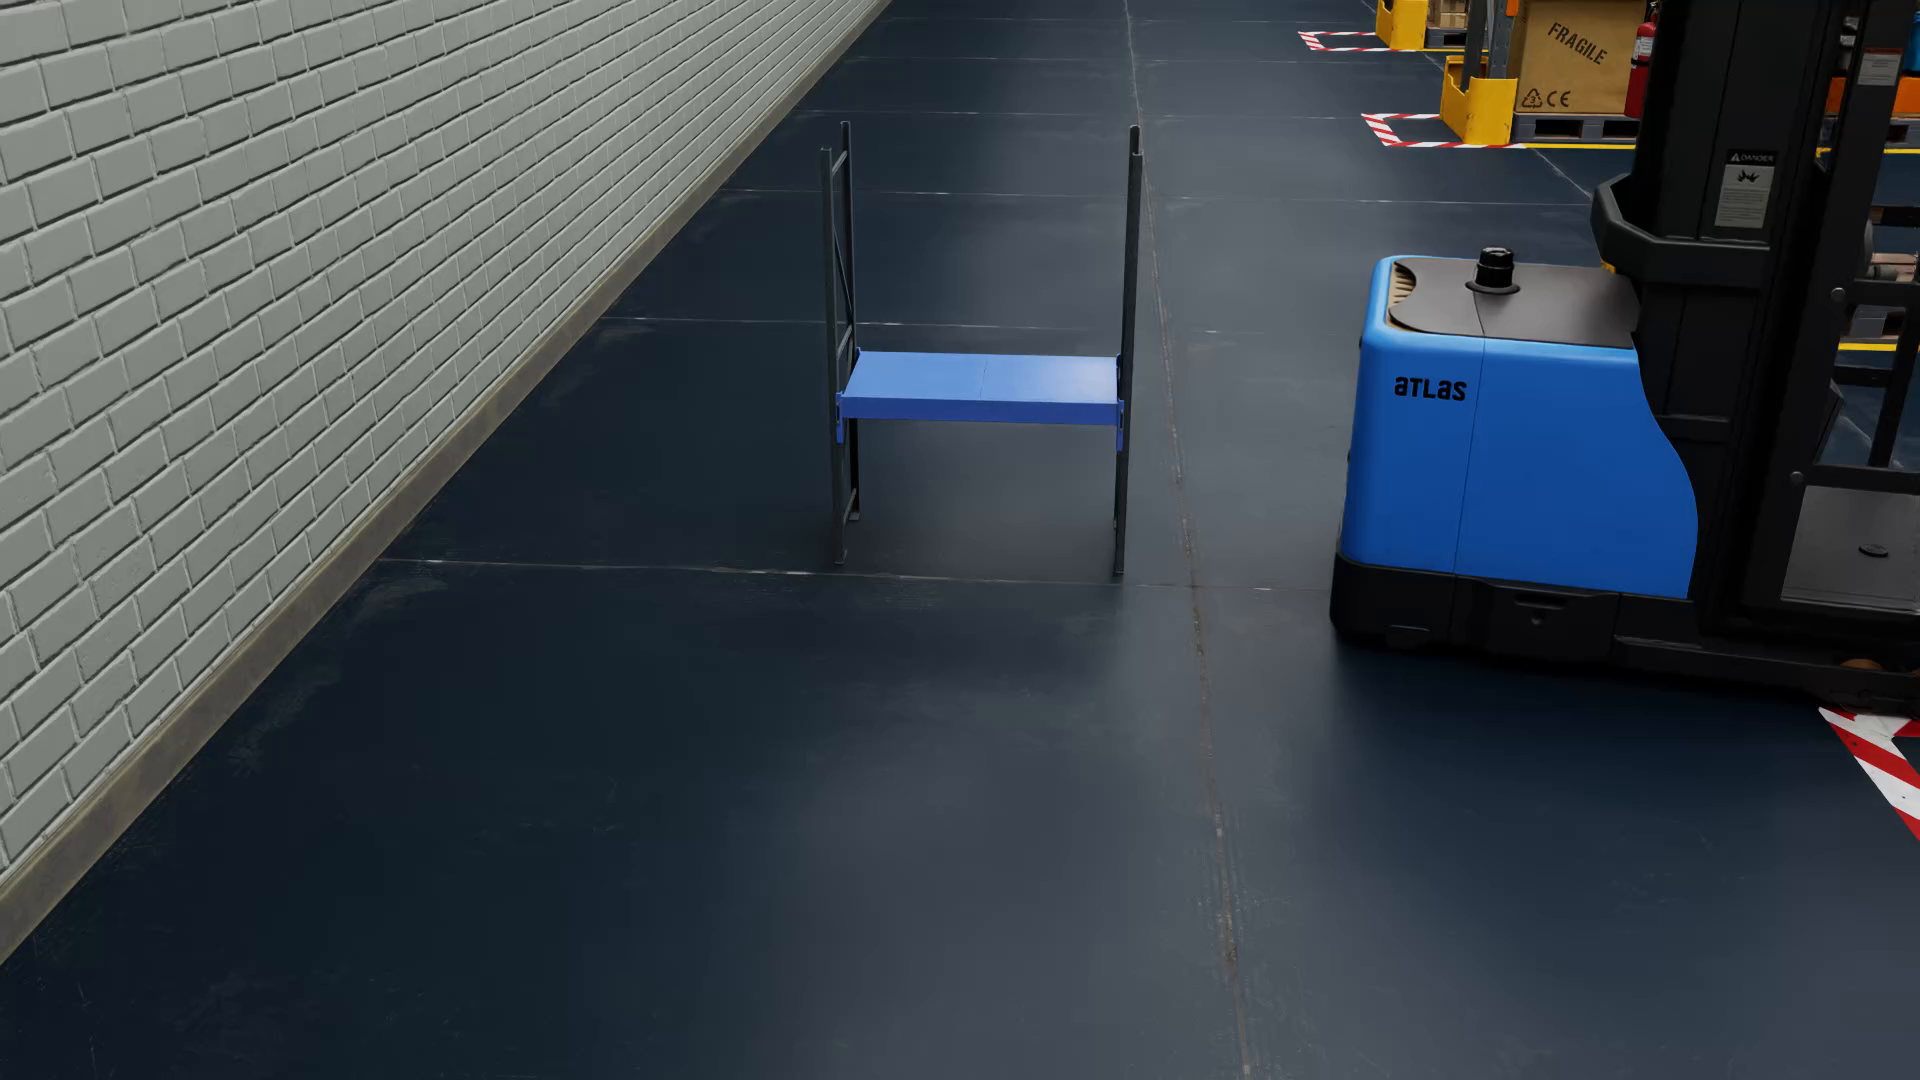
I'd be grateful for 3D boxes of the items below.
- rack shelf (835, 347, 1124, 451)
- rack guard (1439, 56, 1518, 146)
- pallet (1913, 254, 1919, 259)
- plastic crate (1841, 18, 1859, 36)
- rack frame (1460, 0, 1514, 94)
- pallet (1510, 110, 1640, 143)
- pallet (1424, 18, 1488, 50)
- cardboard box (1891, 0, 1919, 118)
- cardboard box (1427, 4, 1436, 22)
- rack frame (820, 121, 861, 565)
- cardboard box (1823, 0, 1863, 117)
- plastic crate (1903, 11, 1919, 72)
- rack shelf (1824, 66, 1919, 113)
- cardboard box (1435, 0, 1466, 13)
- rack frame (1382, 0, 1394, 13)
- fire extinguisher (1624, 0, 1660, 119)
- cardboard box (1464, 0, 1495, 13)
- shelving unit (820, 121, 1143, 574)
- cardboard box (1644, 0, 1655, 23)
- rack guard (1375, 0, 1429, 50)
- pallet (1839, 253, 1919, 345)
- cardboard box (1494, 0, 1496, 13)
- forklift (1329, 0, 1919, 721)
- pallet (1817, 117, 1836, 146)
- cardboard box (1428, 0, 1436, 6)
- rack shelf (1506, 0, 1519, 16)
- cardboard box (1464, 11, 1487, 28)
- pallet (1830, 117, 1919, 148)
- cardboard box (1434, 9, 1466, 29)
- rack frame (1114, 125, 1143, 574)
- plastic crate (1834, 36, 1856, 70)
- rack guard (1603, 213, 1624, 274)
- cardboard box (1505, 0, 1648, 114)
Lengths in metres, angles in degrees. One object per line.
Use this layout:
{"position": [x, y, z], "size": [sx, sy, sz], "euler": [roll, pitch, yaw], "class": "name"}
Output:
{"position": [0.085, -0.515, 6.006], "size": [1.000, 0.185, 0.538], "euler": [2, 25, 4], "class": "rack shelf"}
{"position": [4.144, -3.536, 13.335], "size": [0.348, 0.500, 1.175], "euler": [2, 25, 4], "class": "rack guard"}
{"position": [5.821, -1.257, 8.728], "size": [1.213, 0.211, 1.003], "euler": [2, 25, 4], "class": "pallet"}
{"position": [4.616, -2.563, 8.475], "size": [0.243, 0.136, 0.396], "euler": [2, 25, 4], "class": "plastic crate"}
{"position": [4.168, -4.670, 12.811], "size": [0.127, 3.000, 1.000], "euler": [2, 25, 4], "class": "rack frame"}
{"position": [4.971, -3.410, 13.409], "size": [1.213, 0.211, 1.003], "euler": [2, 25, 4], "class": "pallet"}
{"position": [5.531, -5.424, 17.786], "size": [1.213, 0.211, 1.003], "euler": [2, 25, 4], "class": "pallet"}
{"position": [7.504, -3.822, 13.008], "size": [0.875, 0.875, 0.875], "euler": [2, 25, 4], "class": "cardboard box"}
{"position": [5.189, -5.700, 17.957], "size": [0.250, 0.149, 0.380], "euler": [2, 25, 5], "class": "cardboard box"}
{"position": [-0.422, -0.695, 5.966], "size": [0.032, 1.500, 0.500], "euler": [2, 25, 4], "class": "rack frame"}
{"position": [6.607, -3.851, 13.070], "size": [0.875, 0.875, 0.875], "euler": [2, 25, 4], "class": "cardboard box"}
{"position": [4.666, -2.391, 7.986], "size": [0.300, 0.233, 0.416], "euler": [2, 25, 4], "class": "plastic crate"}
{"position": [5.783, -2.215, 8.336], "size": [4.000, 0.370, 1.077], "euler": [2, 25, 4], "class": "rack shelf"}
{"position": [5.151, -5.641, 17.474], "size": [0.250, 0.149, 0.380], "euler": [3, 25, 6], "class": "cardboard box"}
{"position": [4.648, -6.734, 17.297], "size": [0.127, 3.000, 1.000], "euler": [2, 25, 4], "class": "rack frame"}
{"position": [3.673, -2.596, 8.841], "size": [0.183, 0.674, 0.296], "euler": [2, 25, 4], "class": "fire extinguisher"}
{"position": [5.420, -5.609, 17.404], "size": [0.250, 0.149, 0.380], "euler": [2, 25, 4], "class": "cardboard box"}
{"position": [0.085, -0.679, 5.931], "size": [1.048, 1.500, 0.538], "euler": [2, 25, 4], "class": "shelving unit"}
{"position": [5.719, -3.880, 13.132], "size": [0.875, 0.875, 0.875], "euler": [2, 25, 4], "class": "cardboard box"}
{"position": [4.724, -5.596, 17.814], "size": [0.348, 0.500, 1.175], "euler": [2, 25, 4], "class": "rack guard"}
{"position": [4.608, -1.297, 8.815], "size": [1.213, 0.211, 1.003], "euler": [2, 25, 4], "class": "pallet"}
{"position": [5.671, -5.638, 17.467], "size": [0.250, 0.149, 0.380], "euler": [2, 25, 5], "class": "cardboard box"}
{"position": [2.802, -1.024, 4.968], "size": [3.031, 2.935, 1.130], "euler": [6, 25, 14], "class": "forklift"}
{"position": [6.184, -3.370, 13.322], "size": [1.213, 0.211, 1.003], "euler": [2, 25, 4], "class": "pallet"}
{"position": [5.196, -5.867, 17.965], "size": [0.250, 0.149, 0.380], "euler": [1, 25, 3], "class": "cardboard box"}
{"position": [6.162, -4.279, 12.823], "size": [4.000, 0.370, 1.077], "euler": [2, 25, 4], "class": "rack shelf"}
{"position": [5.414, -5.506, 17.535], "size": [0.250, 0.149, 0.380], "euler": [2, 25, 4], "class": "cardboard box"}
{"position": [7.404, -3.332, 13.240], "size": [1.213, 0.211, 1.003], "euler": [2, 25, 4], "class": "pallet"}
{"position": [5.146, -5.480, 17.479], "size": [0.250, 0.149, 0.380], "euler": [2, 25, 5], "class": "cardboard box"}
{"position": [0.592, -0.662, 5.895], "size": [0.032, 1.500, 0.500], "euler": [2, 25, 4], "class": "rack frame"}
{"position": [4.323, -2.324, 7.955], "size": [0.298, 0.136, 0.250], "euler": [2, 25, 4], "class": "plastic crate"}
{"position": [3.764, -1.466, 8.837], "size": [0.348, 0.500, 1.175], "euler": [2, 25, 4], "class": "rack guard"}
{"position": [4.812, -3.909, 13.196], "size": [0.875, 0.875, 0.875], "euler": [2, 25, 4], "class": "cardboard box"}
